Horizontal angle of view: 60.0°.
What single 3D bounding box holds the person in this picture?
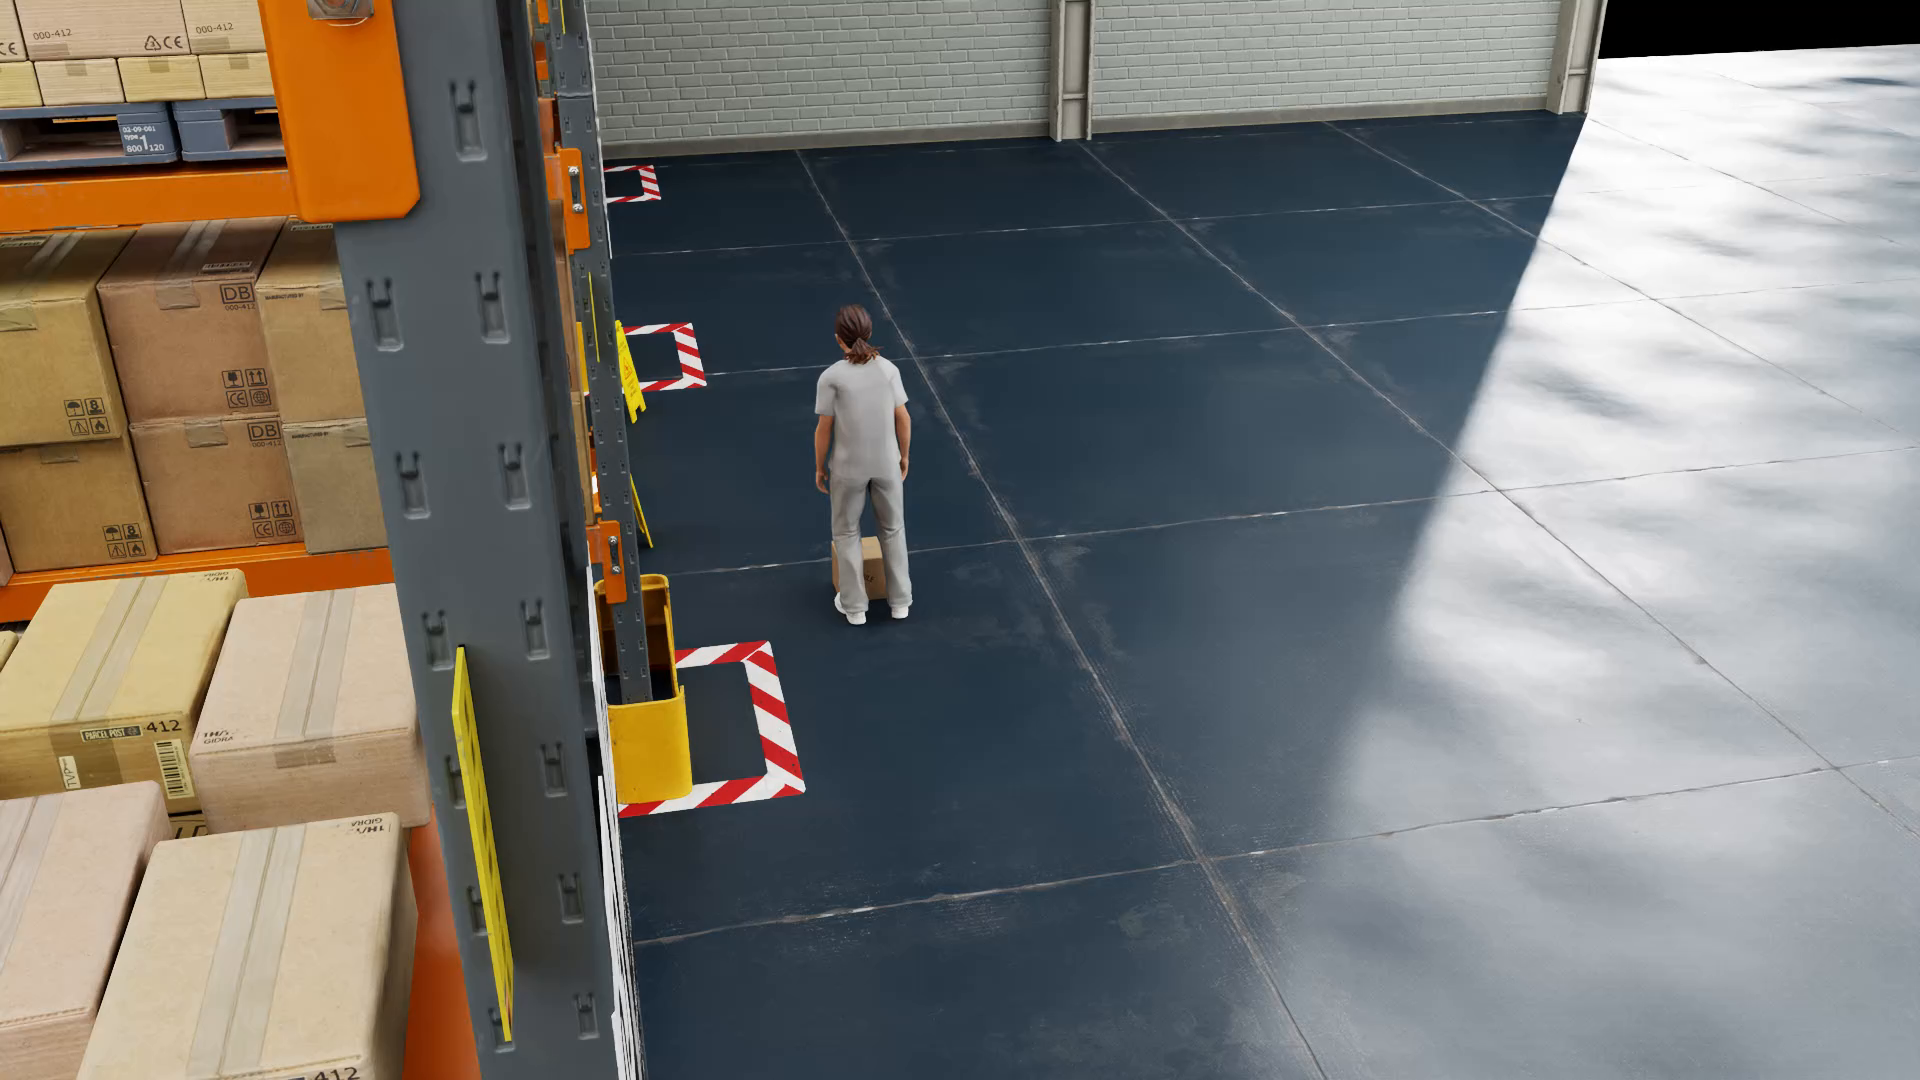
[{"bbox_3d":[-0.477,-0.366,8.342,0.514,1.671,0.357,-8,28,-15],"label":"person"}]
